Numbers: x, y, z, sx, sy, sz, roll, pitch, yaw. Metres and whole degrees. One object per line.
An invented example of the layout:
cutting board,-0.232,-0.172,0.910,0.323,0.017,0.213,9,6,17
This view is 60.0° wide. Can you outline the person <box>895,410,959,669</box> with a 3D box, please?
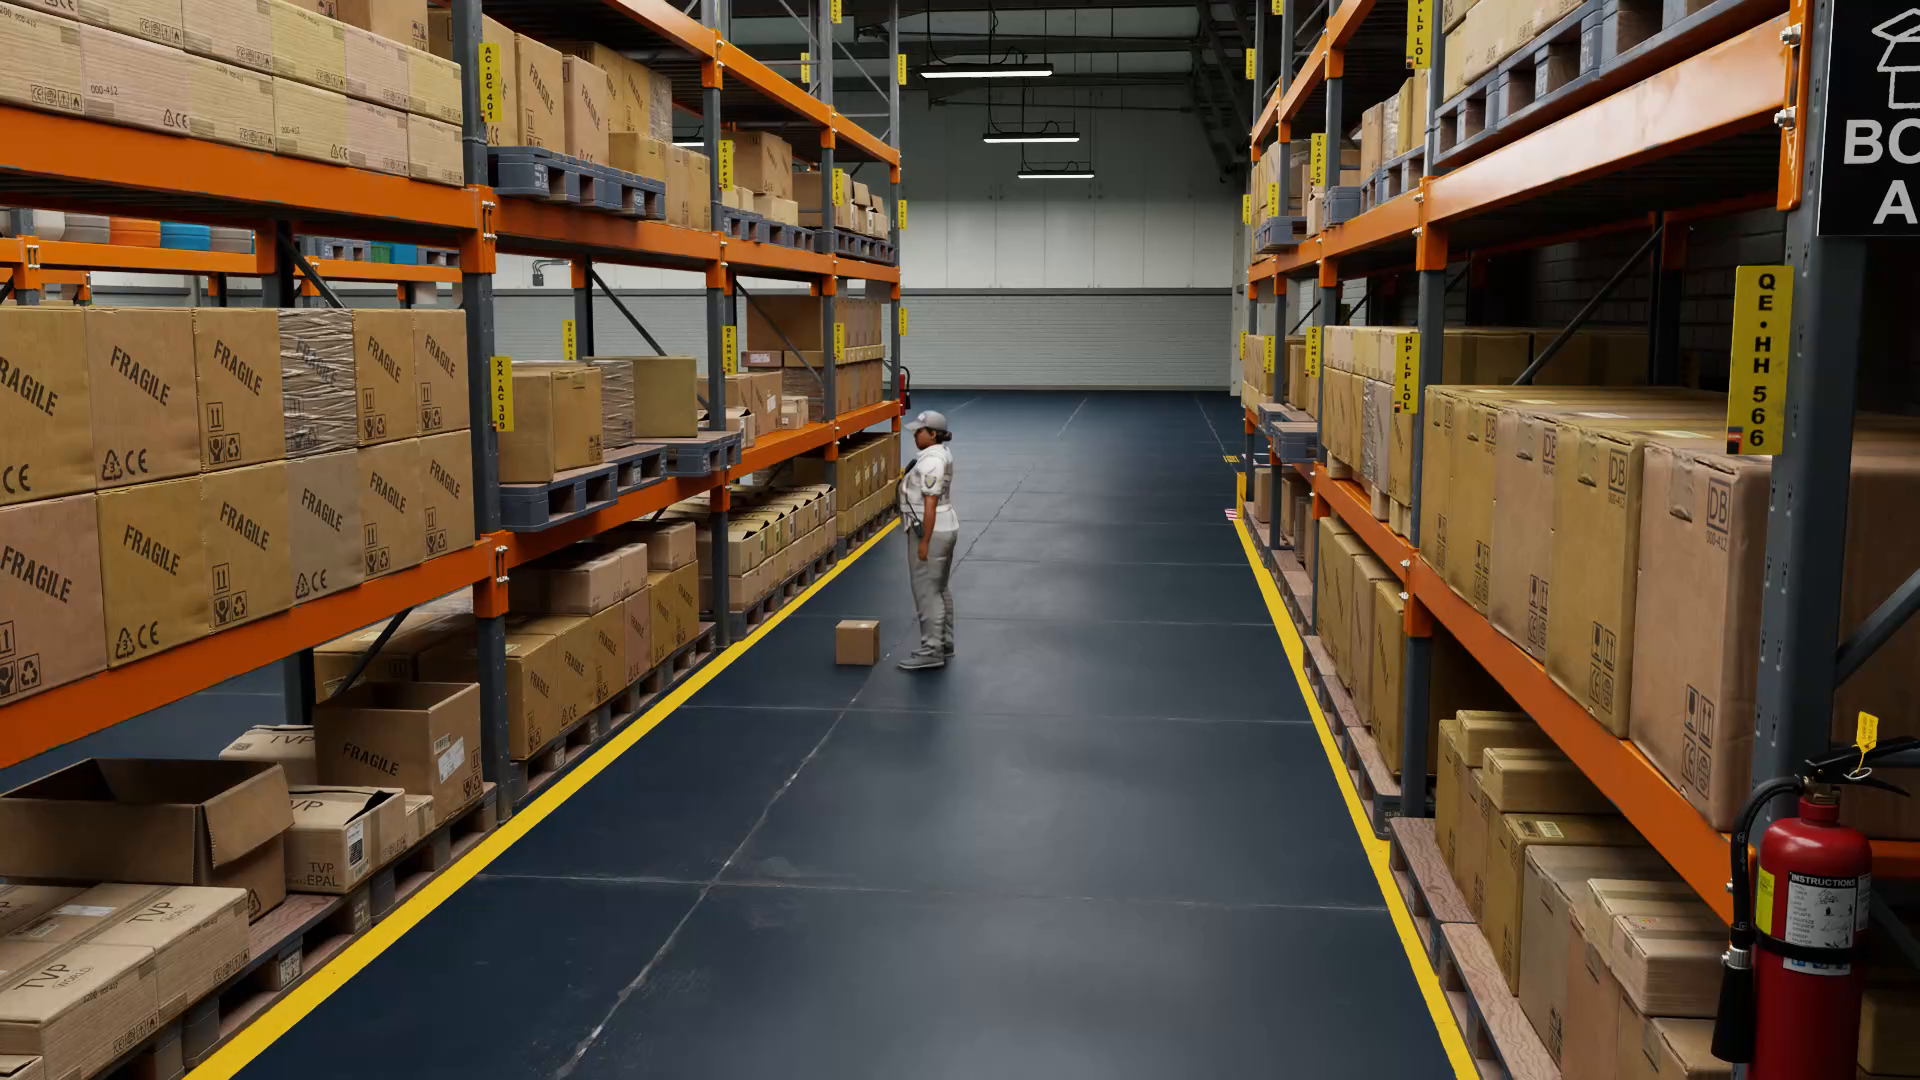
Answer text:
person,-0.206,-0.009,10.853,0.387,1.672,0.475,1,8,8
